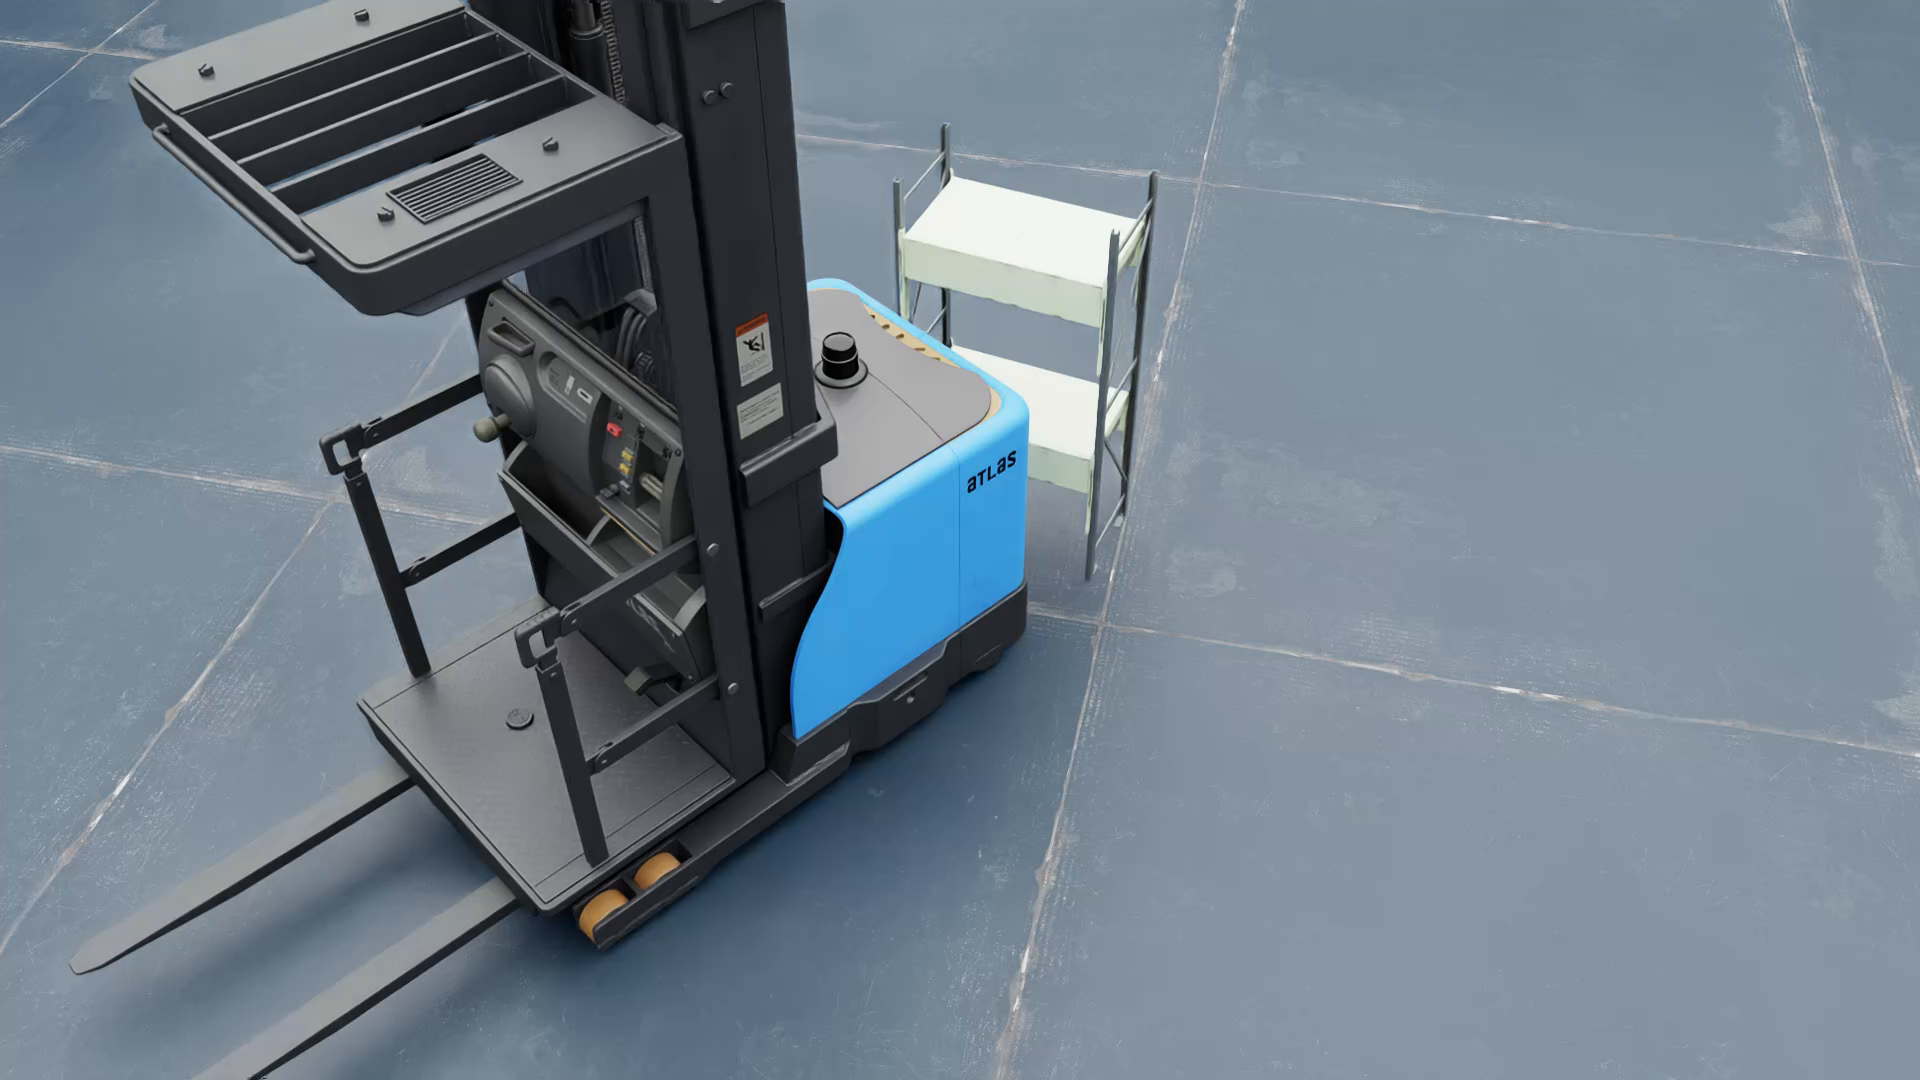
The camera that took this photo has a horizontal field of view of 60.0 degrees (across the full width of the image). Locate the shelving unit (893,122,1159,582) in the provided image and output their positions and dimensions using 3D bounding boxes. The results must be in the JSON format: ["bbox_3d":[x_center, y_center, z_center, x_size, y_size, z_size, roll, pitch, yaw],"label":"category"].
[{"bbox_3d":[0.212,-0.618,5.811,0.755,1.500,0.431,17,46,17],"label":"shelving unit"}]

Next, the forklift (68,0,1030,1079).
[{"bbox_3d":[-1.186,-0.255,4.402,3.031,2.935,1.130,-33,53,-30],"label":"forklift"}]

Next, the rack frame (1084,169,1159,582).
[{"bbox_3d":[0.547,-0.516,5.704,0.023,1.500,0.400,17,46,17],"label":"rack frame"}]

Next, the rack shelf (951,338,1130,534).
[{"bbox_3d":[0.212,-0.383,6.037,0.720,0.370,0.431,17,46,17],"label":"rack shelf"}]

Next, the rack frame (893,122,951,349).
[{"bbox_3d":[-0.123,-0.720,5.917,0.023,1.500,0.400,17,46,17],"label":"rack frame"}]

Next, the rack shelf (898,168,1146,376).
[{"bbox_3d":[0.212,-0.899,5.540,0.720,0.370,0.431,17,46,17],"label":"rack shelf"}]
